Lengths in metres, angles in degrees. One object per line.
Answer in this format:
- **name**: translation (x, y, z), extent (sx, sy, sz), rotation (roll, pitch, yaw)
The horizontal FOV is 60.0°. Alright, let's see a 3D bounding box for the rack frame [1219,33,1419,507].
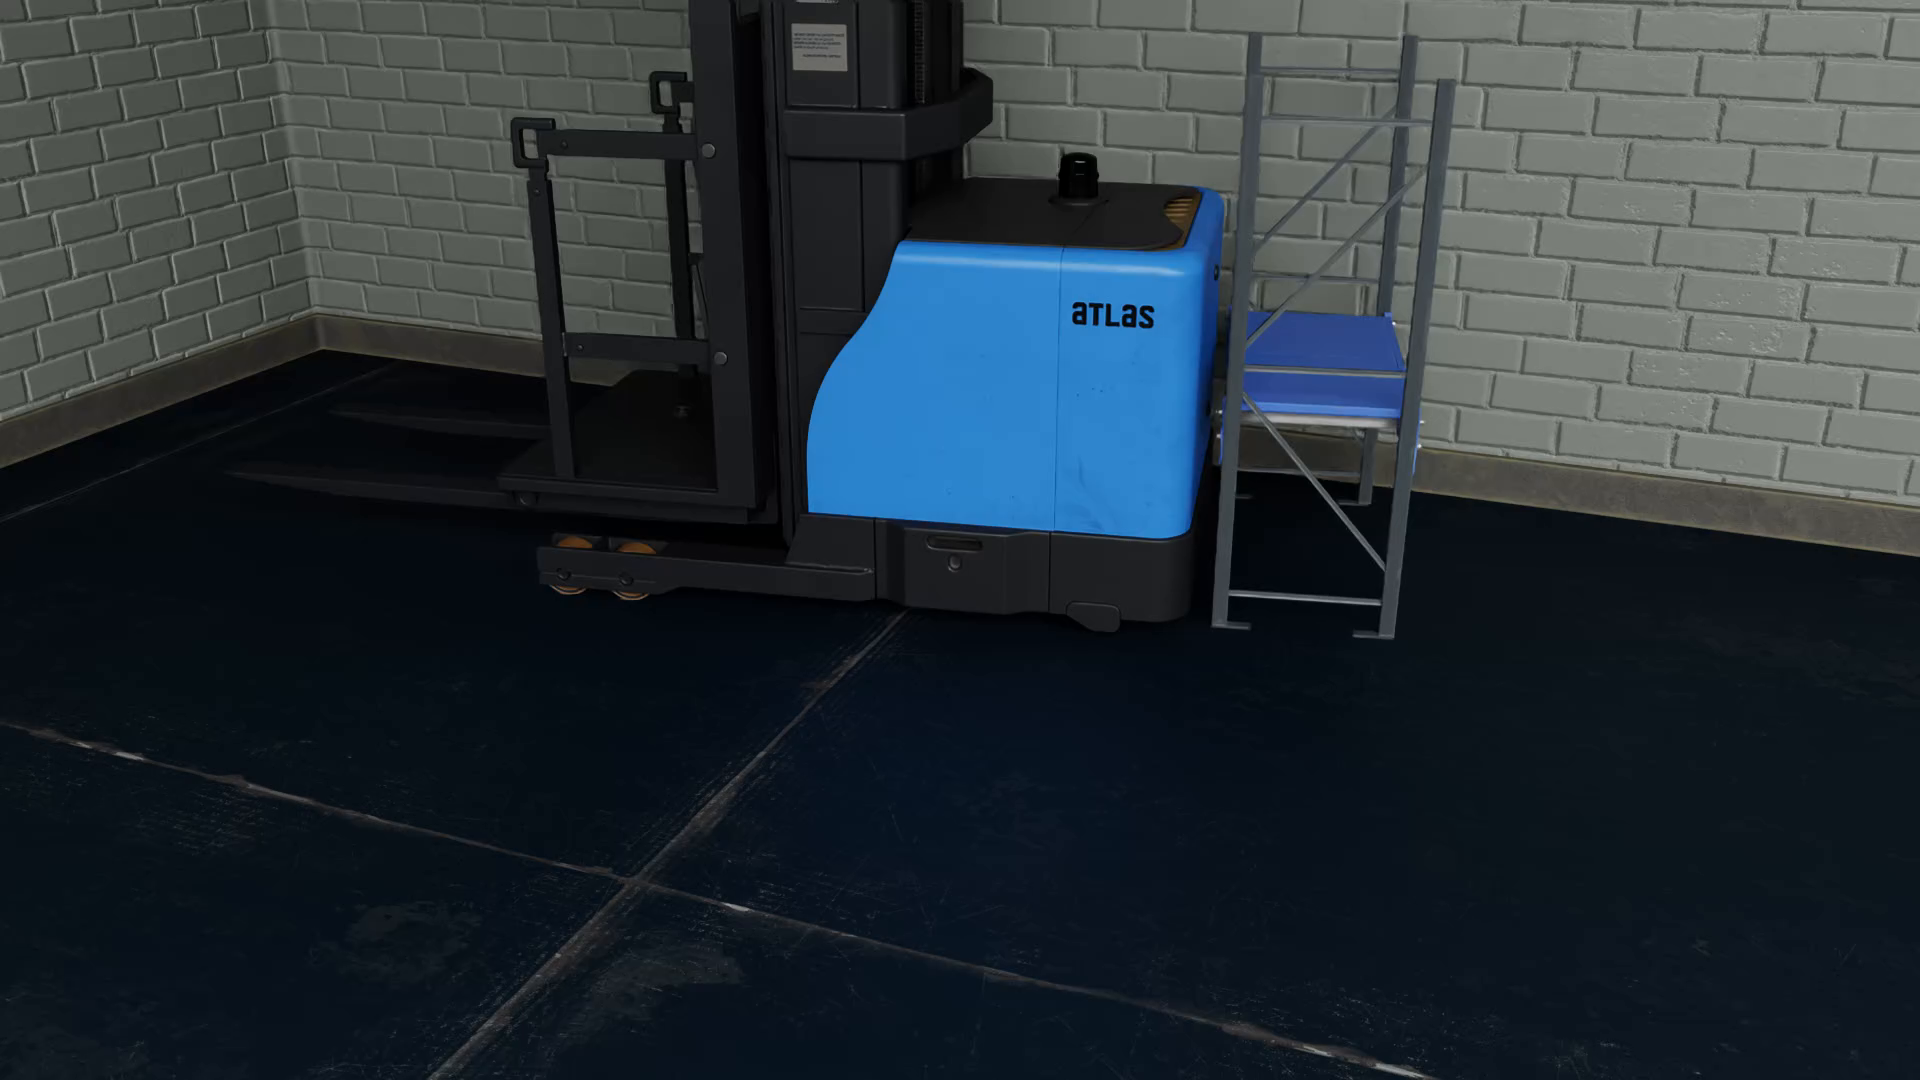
- **rack frame**: translation (1.118, -0.824, 5.277), extent (0.500, 1.500, 0.032), rotation (4, 23, 9)

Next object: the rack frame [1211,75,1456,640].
- **rack frame**: translation (0.954, -0.437, 4.351), extent (0.500, 1.500, 0.032), rotation (4, 23, 9)

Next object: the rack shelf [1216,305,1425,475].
- **rack shelf**: translation (1.036, -0.465, 4.883), extent (0.538, 0.185, 1.000), rotation (4, 23, 9)

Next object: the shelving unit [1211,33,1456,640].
- **shelving unit**: translation (1.036, -0.631, 4.814), extent (0.538, 1.500, 1.048), rotation (4, 23, 9)

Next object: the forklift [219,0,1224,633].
- **forklift**: translation (-0.763, -1.370, 4.726), extent (3.031, 2.935, 1.130), rotation (5, 23, 11)
